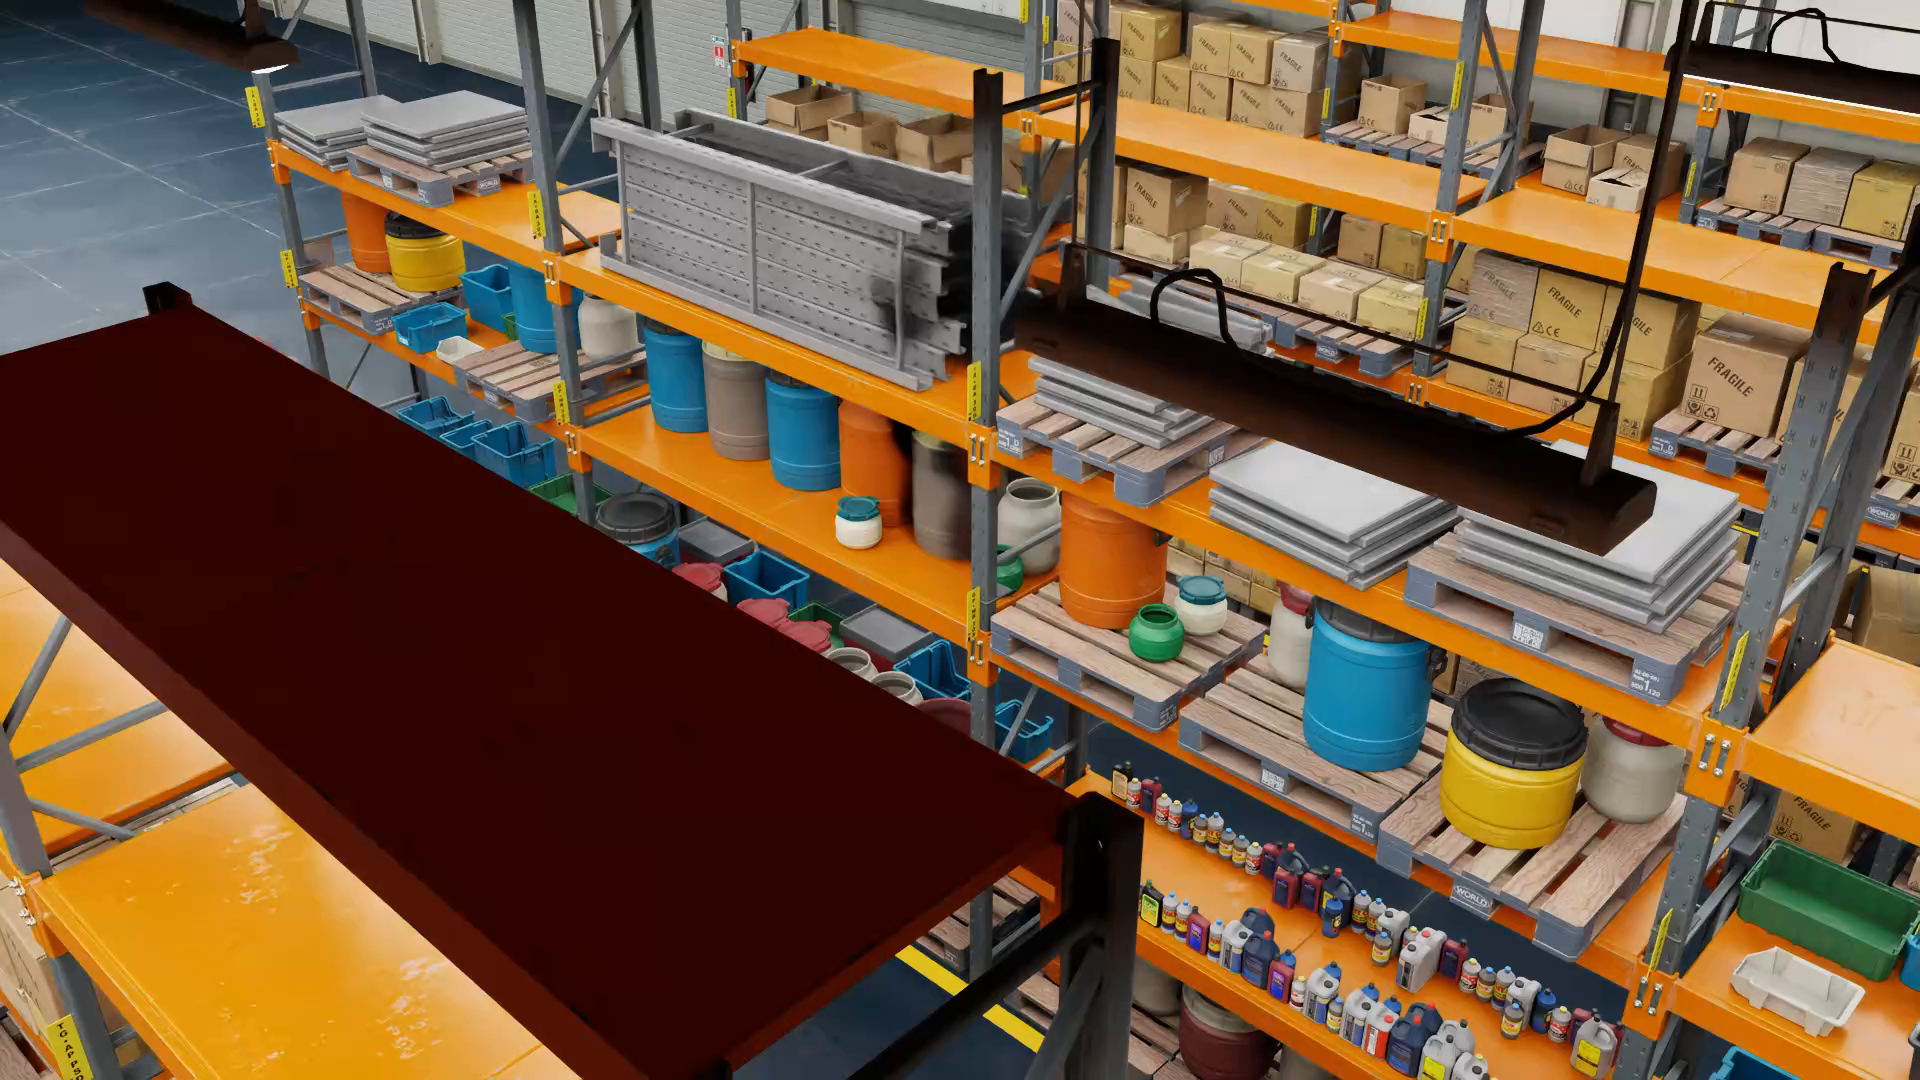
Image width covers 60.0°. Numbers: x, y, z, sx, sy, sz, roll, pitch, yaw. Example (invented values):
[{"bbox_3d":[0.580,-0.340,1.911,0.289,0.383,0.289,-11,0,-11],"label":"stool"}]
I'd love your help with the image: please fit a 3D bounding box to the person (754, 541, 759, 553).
[{"bbox_3d":[-2.026,-0.377,15.181,0.768,1.798,0.629,17,34,28],"label":"person"}]
